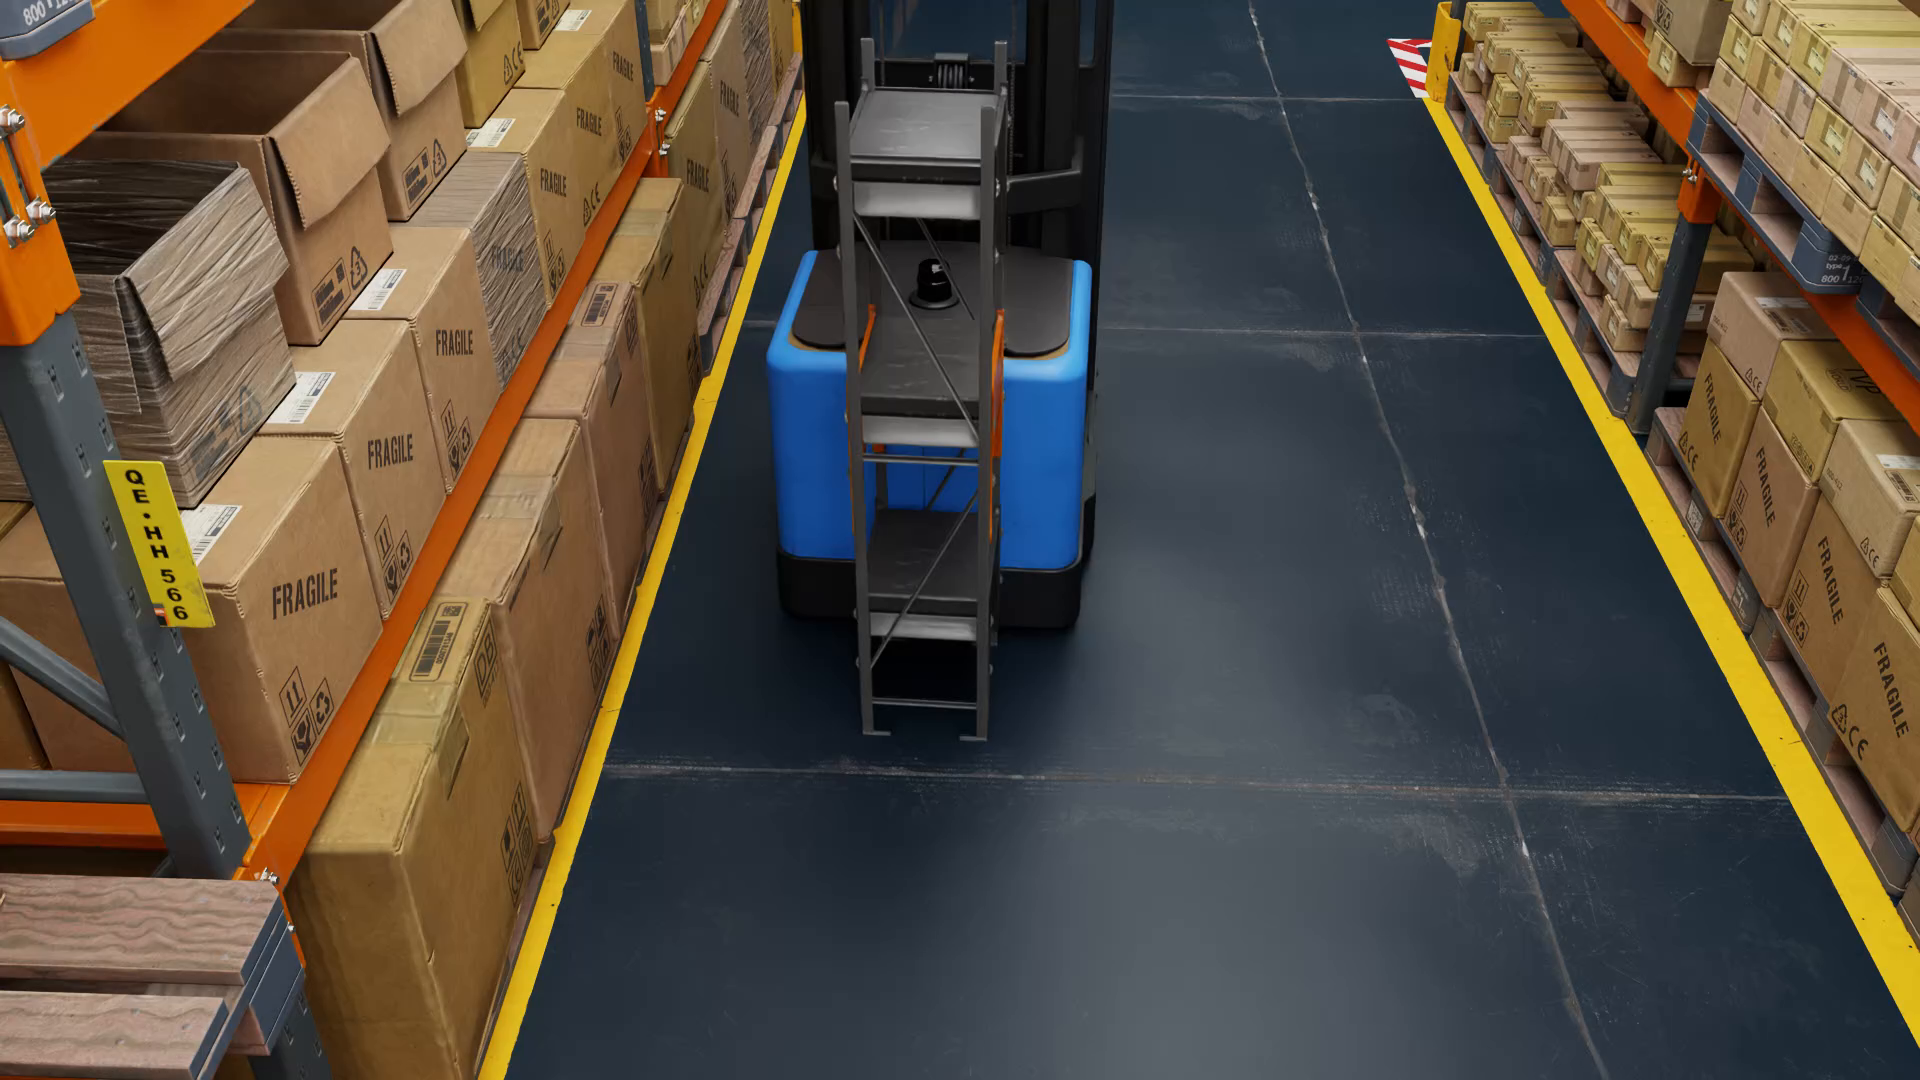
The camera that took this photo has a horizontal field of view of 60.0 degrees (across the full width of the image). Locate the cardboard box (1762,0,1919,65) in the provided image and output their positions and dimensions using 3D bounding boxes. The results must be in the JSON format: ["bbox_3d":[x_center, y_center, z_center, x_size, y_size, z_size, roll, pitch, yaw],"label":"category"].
[{"bbox_3d":[2.795,-1.617,5.277,0.380,0.149,0.250,2,35,3],"label":"cardboard box"}]

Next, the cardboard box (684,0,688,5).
[{"bbox_3d":[-1.371,-2.463,7.017,0.500,0.250,0.500,1,35,2],"label":"cardboard box"}]

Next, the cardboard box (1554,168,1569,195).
[{"bbox_3d":[3.092,-1.748,7.984,0.380,0.149,0.250,0,35,0],"label":"cardboard box"}]

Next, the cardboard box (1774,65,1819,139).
[{"bbox_3d":[2.782,-1.358,5.168,0.380,0.149,0.250,2,35,3],"label":"cardboard box"}]

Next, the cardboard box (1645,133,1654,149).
[{"bbox_3d":[3.644,-2.052,8.417,0.380,0.149,0.250,3,35,4],"label":"cardboard box"}]

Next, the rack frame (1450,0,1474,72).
[{"bbox_3d":[3.436,-3.978,9.302,1.000,3.000,0.127,1,35,2],"label":"rack frame"}]

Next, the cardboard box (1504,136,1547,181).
[{"bbox_3d":[3.032,-1.961,8.545,0.380,0.149,0.250,0,35,0],"label":"cardboard box"}]

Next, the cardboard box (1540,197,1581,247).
[{"bbox_3d":[2.992,-1.513,7.909,0.380,0.149,0.250,1,35,2],"label":"cardboard box"}]

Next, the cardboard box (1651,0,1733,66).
[{"bbox_3d":[3.013,-2.127,6.322,0.500,0.500,0.500,1,35,2],"label":"cardboard box"}]

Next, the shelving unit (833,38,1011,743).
[{"bbox_3d":[-0.092,-0.363,4.941,0.431,2.100,0.503,3,35,4],"label":"shelving unit"}]

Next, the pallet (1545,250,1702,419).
[{"bbox_3d":[3.267,-0.926,7.384,1.003,0.211,1.213,1,35,2],"label":"pallet"}]

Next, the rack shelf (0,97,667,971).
[{"bbox_3d":[-1.757,-0.409,4.850,1.077,0.370,4.000,1,35,2],"label":"rack shelf"}]

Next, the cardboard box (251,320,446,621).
[{"bbox_3d":[-1.527,-0.165,3.789,0.500,0.500,0.500,0,35,1],"label":"cardboard box"}]

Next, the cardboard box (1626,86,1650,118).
[{"bbox_3d":[3.567,-2.171,8.327,0.380,0.149,0.250,0,35,0],"label":"cardboard box"}]

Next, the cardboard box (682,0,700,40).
[{"bbox_3d":[-1.312,-2.215,7.011,0.380,0.149,0.250,2,35,3],"label":"cardboard box"}]

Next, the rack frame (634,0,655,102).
[{"bbox_3d":[-1.676,-1.853,6.278,1.000,3.000,0.127,1,35,2],"label":"rack frame"}]

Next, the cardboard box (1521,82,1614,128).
[{"bbox_3d":[3.043,-2.177,8.336,0.380,0.149,0.250,2,35,3],"label":"cardboard box"}]

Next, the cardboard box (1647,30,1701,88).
[{"bbox_3d":[2.955,-1.897,6.560,0.380,0.149,0.250,0,35,1],"label":"cardboard box"}]

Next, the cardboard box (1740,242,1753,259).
[{"bbox_3d":[3.530,-1.156,7.141,0.380,0.149,0.250,2,35,2],"label":"cardboard box"}]

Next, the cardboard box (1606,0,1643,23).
[{"bbox_3d":[3.041,-2.354,7.209,0.380,0.149,0.250,0,35,0],"label":"cardboard box"}]

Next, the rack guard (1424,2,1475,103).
[{"bbox_3d":[3.433,-2.912,9.959,1.175,0.500,0.348,1,35,2],"label":"rack guard"}]

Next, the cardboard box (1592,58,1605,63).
[{"bbox_3d":[3.636,-2.647,9.263,0.380,0.149,0.250,1,35,1],"label":"cardboard box"}]

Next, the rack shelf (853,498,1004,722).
[{"bbox_3d":[-0.092,0.221,5.351,0.431,0.518,0.480,3,35,4],"label":"rack shelf"}]

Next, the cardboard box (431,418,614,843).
[{"bbox_3d":[-1.745,0.235,4.790,1.225,0.875,0.875,1,35,2],"label":"cardboard box"}]

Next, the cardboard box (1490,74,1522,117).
[{"bbox_3d":[3.051,-2.367,8.864,0.380,0.149,0.250,2,35,3],"label":"cardboard box"}]

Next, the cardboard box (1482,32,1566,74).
[{"bbox_3d":[3.047,-2.631,8.982,0.380,0.149,0.250,1,35,2],"label":"cardboard box"}]

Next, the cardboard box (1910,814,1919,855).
[{"bbox_3d":[2.905,0.786,4.331,0.500,0.500,0.500,3,35,4],"label":"cardboard box"}]

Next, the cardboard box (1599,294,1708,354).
[{"bbox_3d":[2.951,-0.919,7.063,0.380,0.149,0.250,2,35,2],"label":"cardboard box"}]

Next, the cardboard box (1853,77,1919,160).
[{"bbox_3d":[2.760,-1.179,4.655,0.380,0.149,0.250,1,35,1],"label":"cardboard box"}]

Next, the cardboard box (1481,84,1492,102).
[{"bbox_3d":[3.167,-2.538,9.367,0.380,0.149,0.250,1,35,2],"label":"cardboard box"}]

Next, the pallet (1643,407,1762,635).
[{"bbox_3d":[3.246,-0.092,6.197,1.003,0.211,1.213,1,35,2],"label":"pallet"}]

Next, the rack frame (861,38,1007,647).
[{"bbox_3d":[-0.071,-0.503,5.140,0.400,2.100,0.015,3,35,4],"label":"rack frame"}]

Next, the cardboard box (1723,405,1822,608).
[{"bbox_3d":[2.961,-0.107,5.602,0.500,0.500,0.500,3,35,4],"label":"cardboard box"}]

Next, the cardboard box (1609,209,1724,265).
[{"bbox_3d":[3.000,-1.287,7.070,0.380,0.149,0.250,2,35,2],"label":"cardboard box"}]

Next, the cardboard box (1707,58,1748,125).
[{"bbox_3d":[2.800,-1.534,5.677,0.380,0.149,0.250,0,35,0],"label":"cardboard box"}]

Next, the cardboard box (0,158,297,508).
[{"bbox_3d":[-1.791,-0.426,3.288,0.797,0.503,0.637,2,35,3],"label":"cardboard box"}]

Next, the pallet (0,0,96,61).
[{"bbox_3d":[-1.864,-1.076,2.728,1.213,0.211,1.003,3,35,4],"label":"pallet"}]

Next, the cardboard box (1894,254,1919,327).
[{"bbox_3d":[2.740,-0.639,4.403,0.380,0.149,0.250,0,35,0],"label":"cardboard box"}]

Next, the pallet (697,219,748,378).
[{"bbox_3d":[-1.568,-1.147,7.699,1.003,0.211,1.213,1,35,2],"label":"pallet"}]

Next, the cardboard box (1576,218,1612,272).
[{"bbox_3d":[2.962,-1.306,7.355,0.380,0.149,0.250,0,35,0],"label":"cardboard box"}]

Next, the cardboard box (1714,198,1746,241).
[{"bbox_3d":[3.528,-1.426,7.266,0.380,0.149,0.250,1,35,1],"label":"cardboard box"}]

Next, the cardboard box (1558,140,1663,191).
[{"bbox_3d":[3.010,-1.735,7.707,0.380,0.149,0.250,0,35,0],"label":"cardboard box"}]

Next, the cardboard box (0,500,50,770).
[{"bbox_3d":[-2.065,0.115,3.391,0.500,0.500,0.500,2,35,3],"label":"cardboard box"}]

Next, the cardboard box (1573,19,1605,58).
[{"bbox_3d":[3.601,-2.774,9.185,0.380,0.149,0.250,2,35,3],"label":"cardboard box"}]

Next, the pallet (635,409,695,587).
[{"bbox_3d":[-1.632,-0.267,6.446,1.003,0.211,1.213,1,35,2],"label":"pallet"}]

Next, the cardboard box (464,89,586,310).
[{"bbox_3d":[-1.463,-1.034,5.026,0.500,0.500,0.500,1,35,1],"label":"cardboard box"}]

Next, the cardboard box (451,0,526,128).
[{"bbox_3d":[-1.733,-1.543,4.877,0.797,0.503,0.637,2,35,2],"label":"cardboard box"}]

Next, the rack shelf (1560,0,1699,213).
[{"bbox_3d":[3.356,-2.535,7.874,1.077,0.370,4.000,1,35,2],"label":"rack shelf"}]

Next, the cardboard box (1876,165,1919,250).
[{"bbox_3d":[2.752,-0.901,4.518,0.380,0.149,0.250,1,35,1],"label":"cardboard box"}]

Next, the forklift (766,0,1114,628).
[{"bbox_3d":[0.012,-1.726,6.156,1.130,2.935,3.031,3,35,4],"label":"forklift"}]

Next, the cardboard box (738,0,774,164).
[{"bbox_3d":[-1.498,-2.561,8.768,0.875,0.875,0.875,1,35,2],"label":"cardboard box"}]

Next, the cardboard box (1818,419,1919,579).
[{"bbox_3d":[2.938,-0.119,4.967,0.500,0.250,0.500,3,35,4],"label":"cardboard box"}]

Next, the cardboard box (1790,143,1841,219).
[{"bbox_3d":[2.770,-1.086,5.040,0.380,0.149,0.250,2,35,2],"label":"cardboard box"}]
